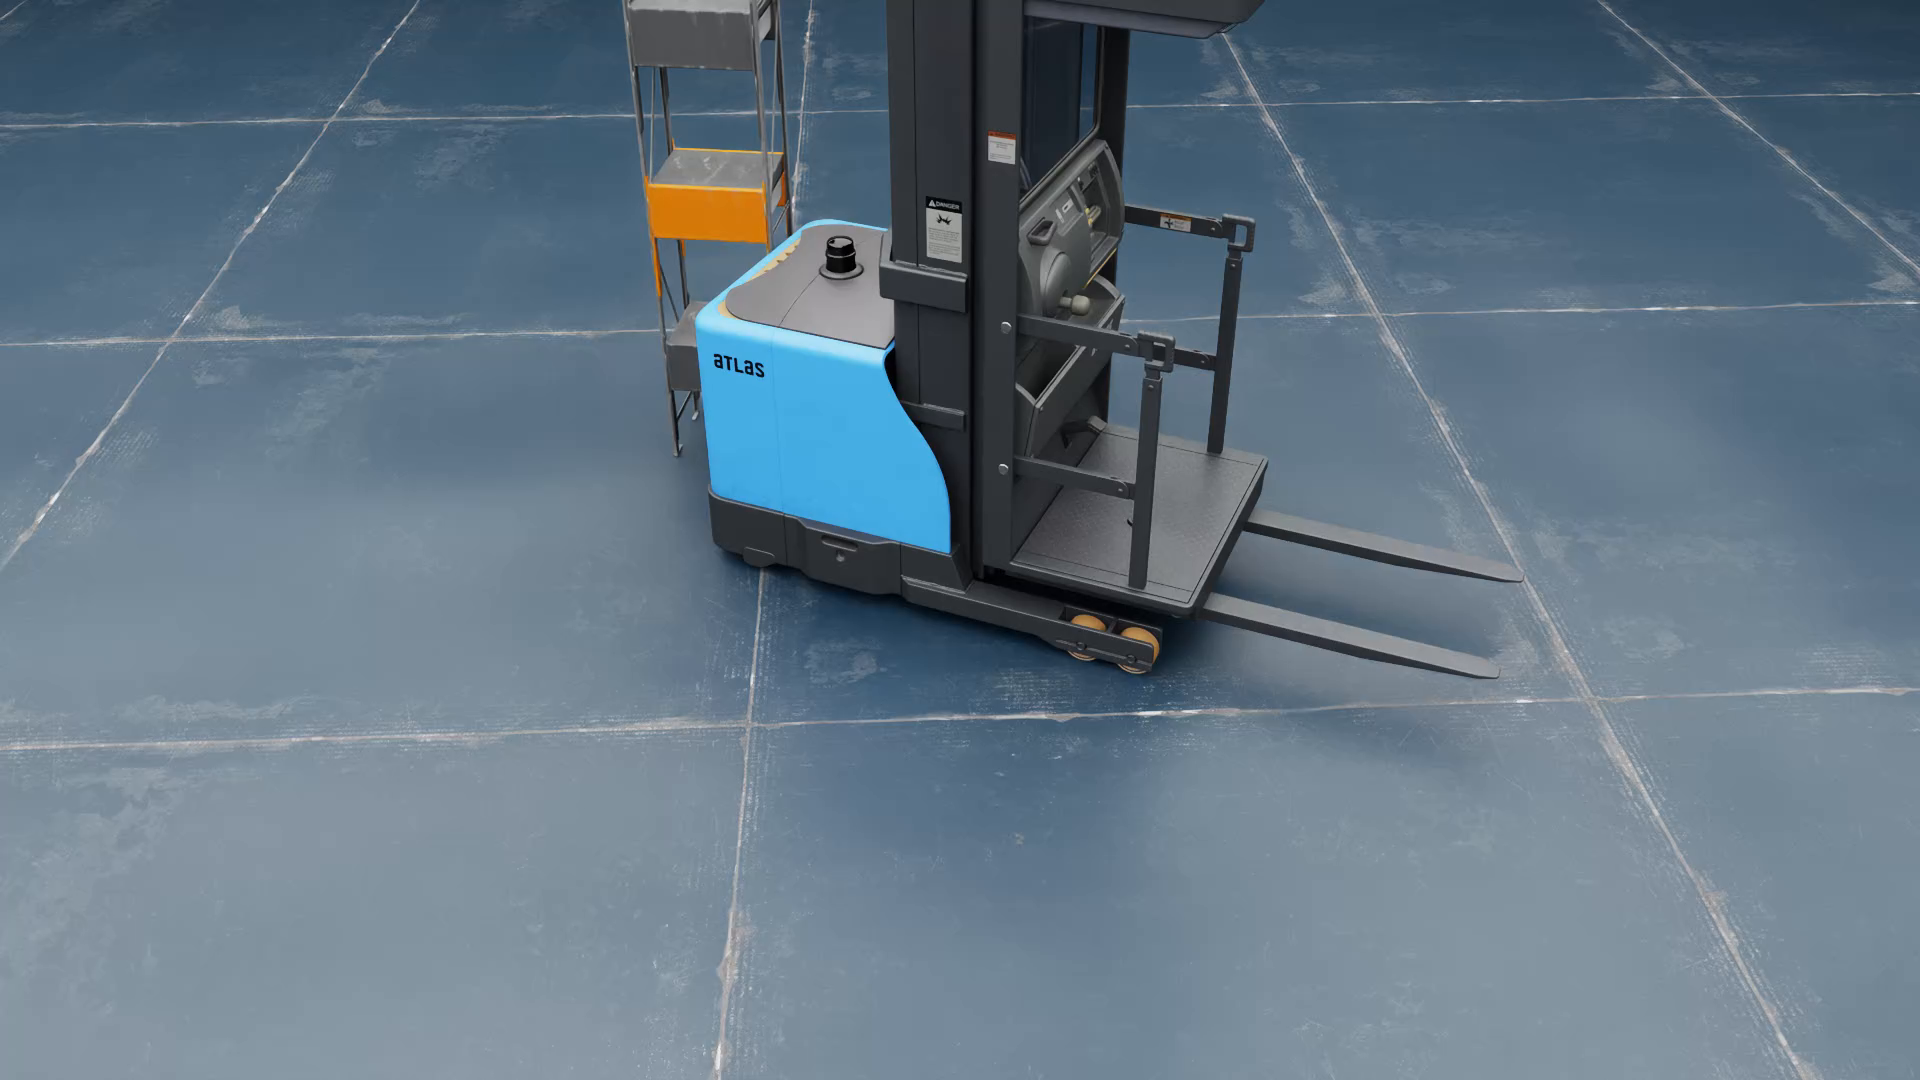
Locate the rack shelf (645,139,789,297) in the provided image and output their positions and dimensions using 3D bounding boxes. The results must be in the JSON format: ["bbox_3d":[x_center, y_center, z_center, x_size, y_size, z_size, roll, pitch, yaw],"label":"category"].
[{"bbox_3d":[-0.976,-1.311,6.823,0.480,0.518,0.431,4,35,6],"label":"rack shelf"}]

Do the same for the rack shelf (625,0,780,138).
[{"bbox_3d":[-0.976,-1.887,6.425,0.480,0.518,0.431,4,35,6],"label":"rack shelf"}]

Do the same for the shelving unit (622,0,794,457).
[{"bbox_3d":[-0.976,-1.322,6.816,0.503,2.100,0.431,4,35,6],"label":"shelving unit"}]

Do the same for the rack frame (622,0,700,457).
[{"bbox_3d":[-1.219,-1.339,6.840,0.015,2.100,0.400,4,35,6],"label":"rack frame"}]

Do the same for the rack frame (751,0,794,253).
[{"bbox_3d":[-0.734,-1.306,6.792,0.015,2.100,0.400,4,35,6],"label":"rack frame"}]

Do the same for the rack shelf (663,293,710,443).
[{"bbox_3d":[-0.976,-0.736,7.222,0.480,0.518,0.431,4,35,6],"label":"rack shelf"}]

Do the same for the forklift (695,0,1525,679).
[{"bbox_3d":[0.578,-1.064,5.712,3.031,2.935,1.130,14,37,19],"label":"forklift"}]
